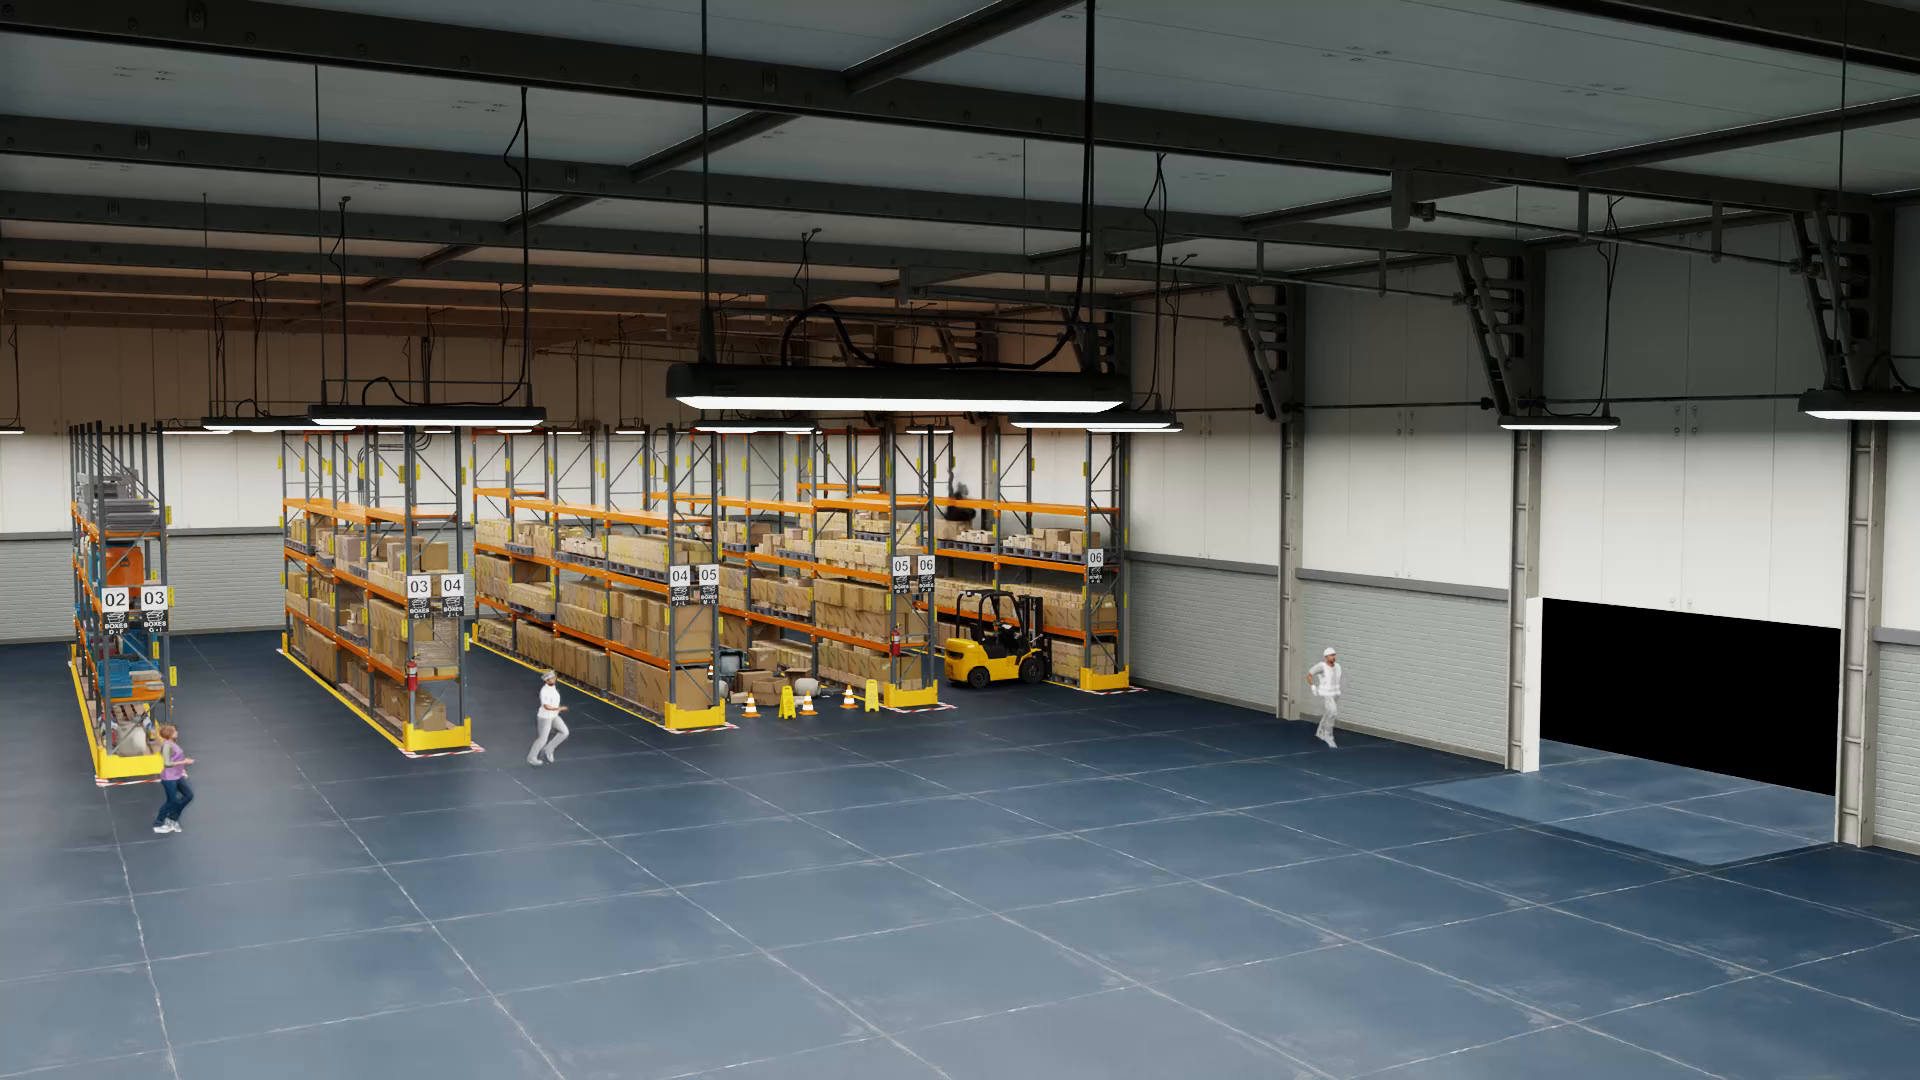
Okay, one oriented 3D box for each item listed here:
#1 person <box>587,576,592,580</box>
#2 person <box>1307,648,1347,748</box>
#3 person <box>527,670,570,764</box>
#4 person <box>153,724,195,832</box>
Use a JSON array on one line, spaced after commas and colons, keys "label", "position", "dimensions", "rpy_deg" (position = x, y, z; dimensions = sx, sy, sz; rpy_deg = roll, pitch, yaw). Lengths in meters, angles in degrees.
[{"label": "person", "position": [-10.720, 1.874, 49.889], "dimensions": [0.941, 1.641, 0.655], "rpy_deg": [-2, 4, -27]}, {"label": "person", "position": [6.872, 2.922, 30.908], "dimensions": [0.657, 1.843, 0.768], "rpy_deg": [-2, 4, -34]}, {"label": "person", "position": [-7.151, 3.080, 29.018], "dimensions": [0.802, 1.650, 0.589], "rpy_deg": [1, 4, 14]}, {"label": "person", "position": [-11.326, 3.444, 23.981], "dimensions": [0.614, 1.593, 0.516], "rpy_deg": [0, 4, -8]}]
